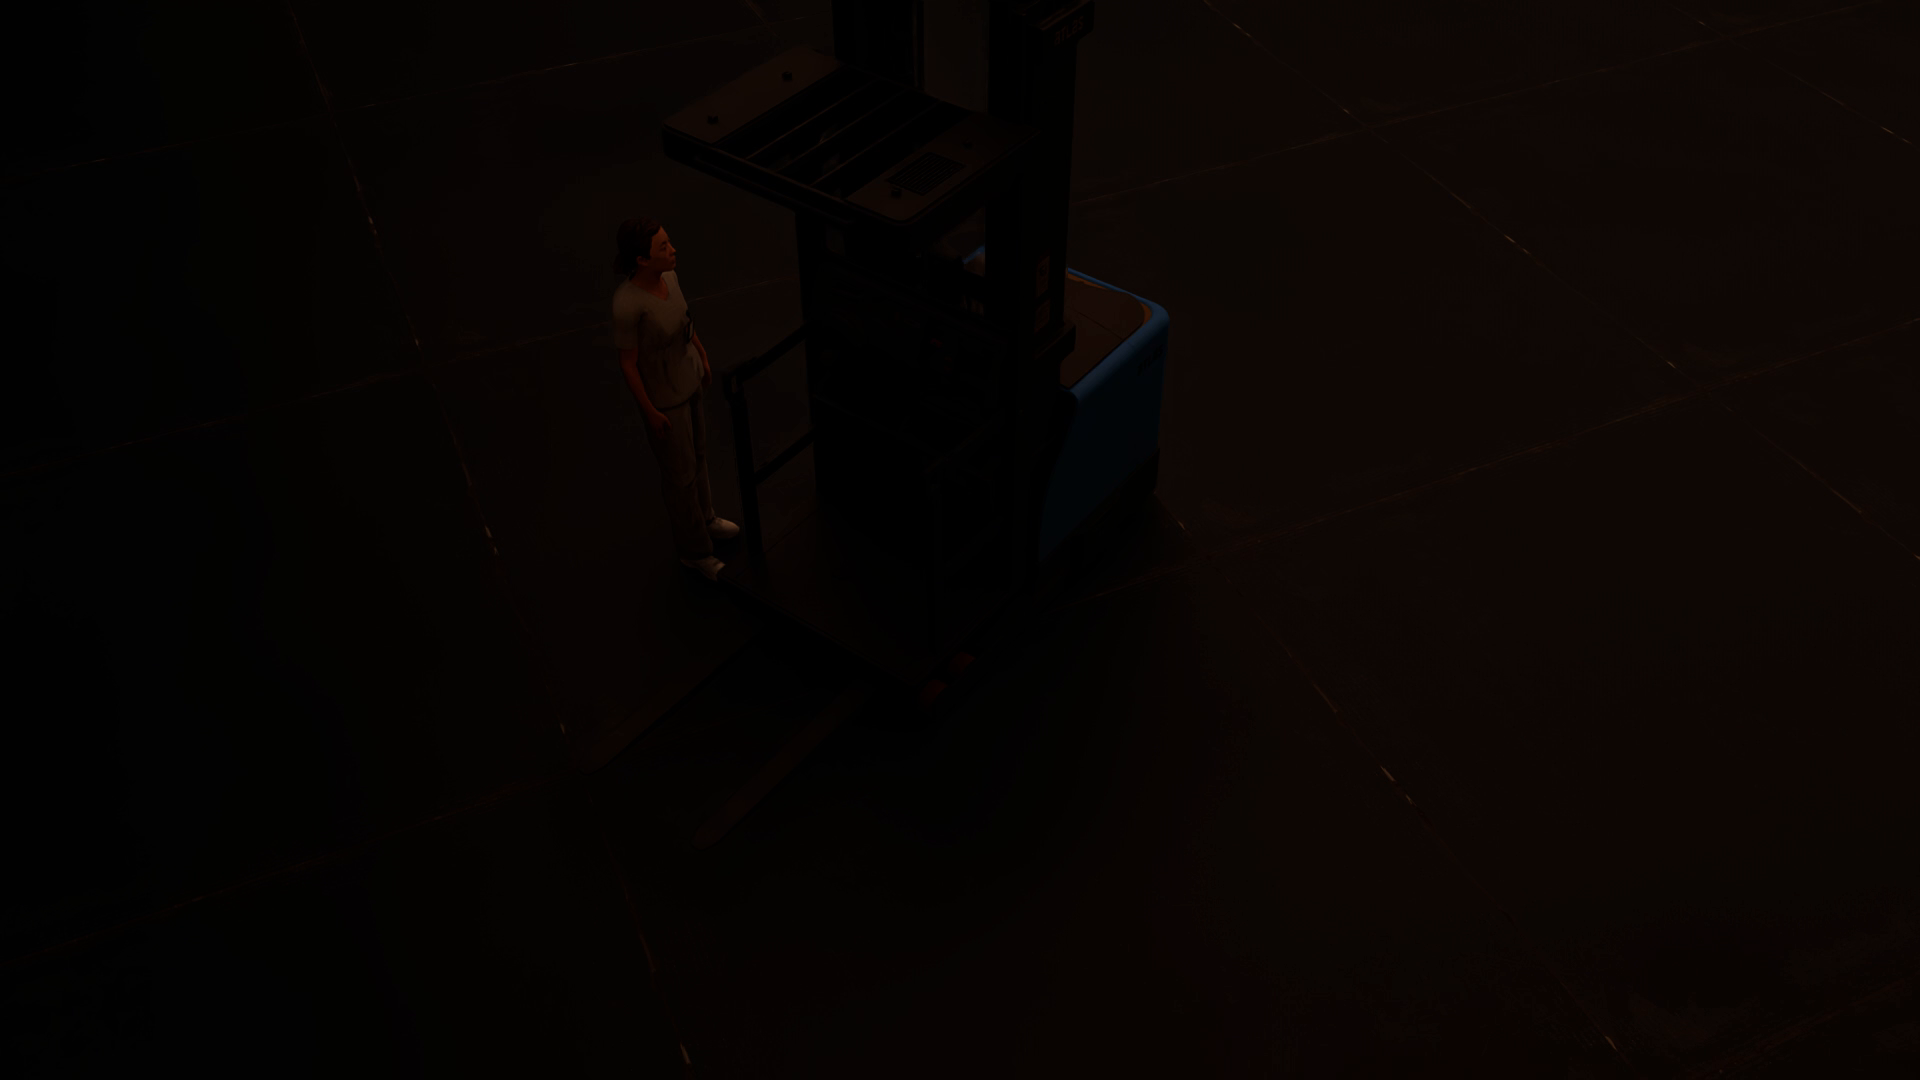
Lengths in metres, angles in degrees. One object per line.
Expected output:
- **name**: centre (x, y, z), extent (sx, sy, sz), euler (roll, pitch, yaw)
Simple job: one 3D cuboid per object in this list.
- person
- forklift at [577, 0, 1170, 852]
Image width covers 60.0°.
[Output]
- **person**: centre (-1.201, -0.634, 7.254), extent (0.542, 1.674, 0.551), euler (13, 45, 14)
- **forklift**: centre (-0.338, -0.702, 6.432), extent (1.130, 2.935, 3.031), euler (27, 49, 26)
